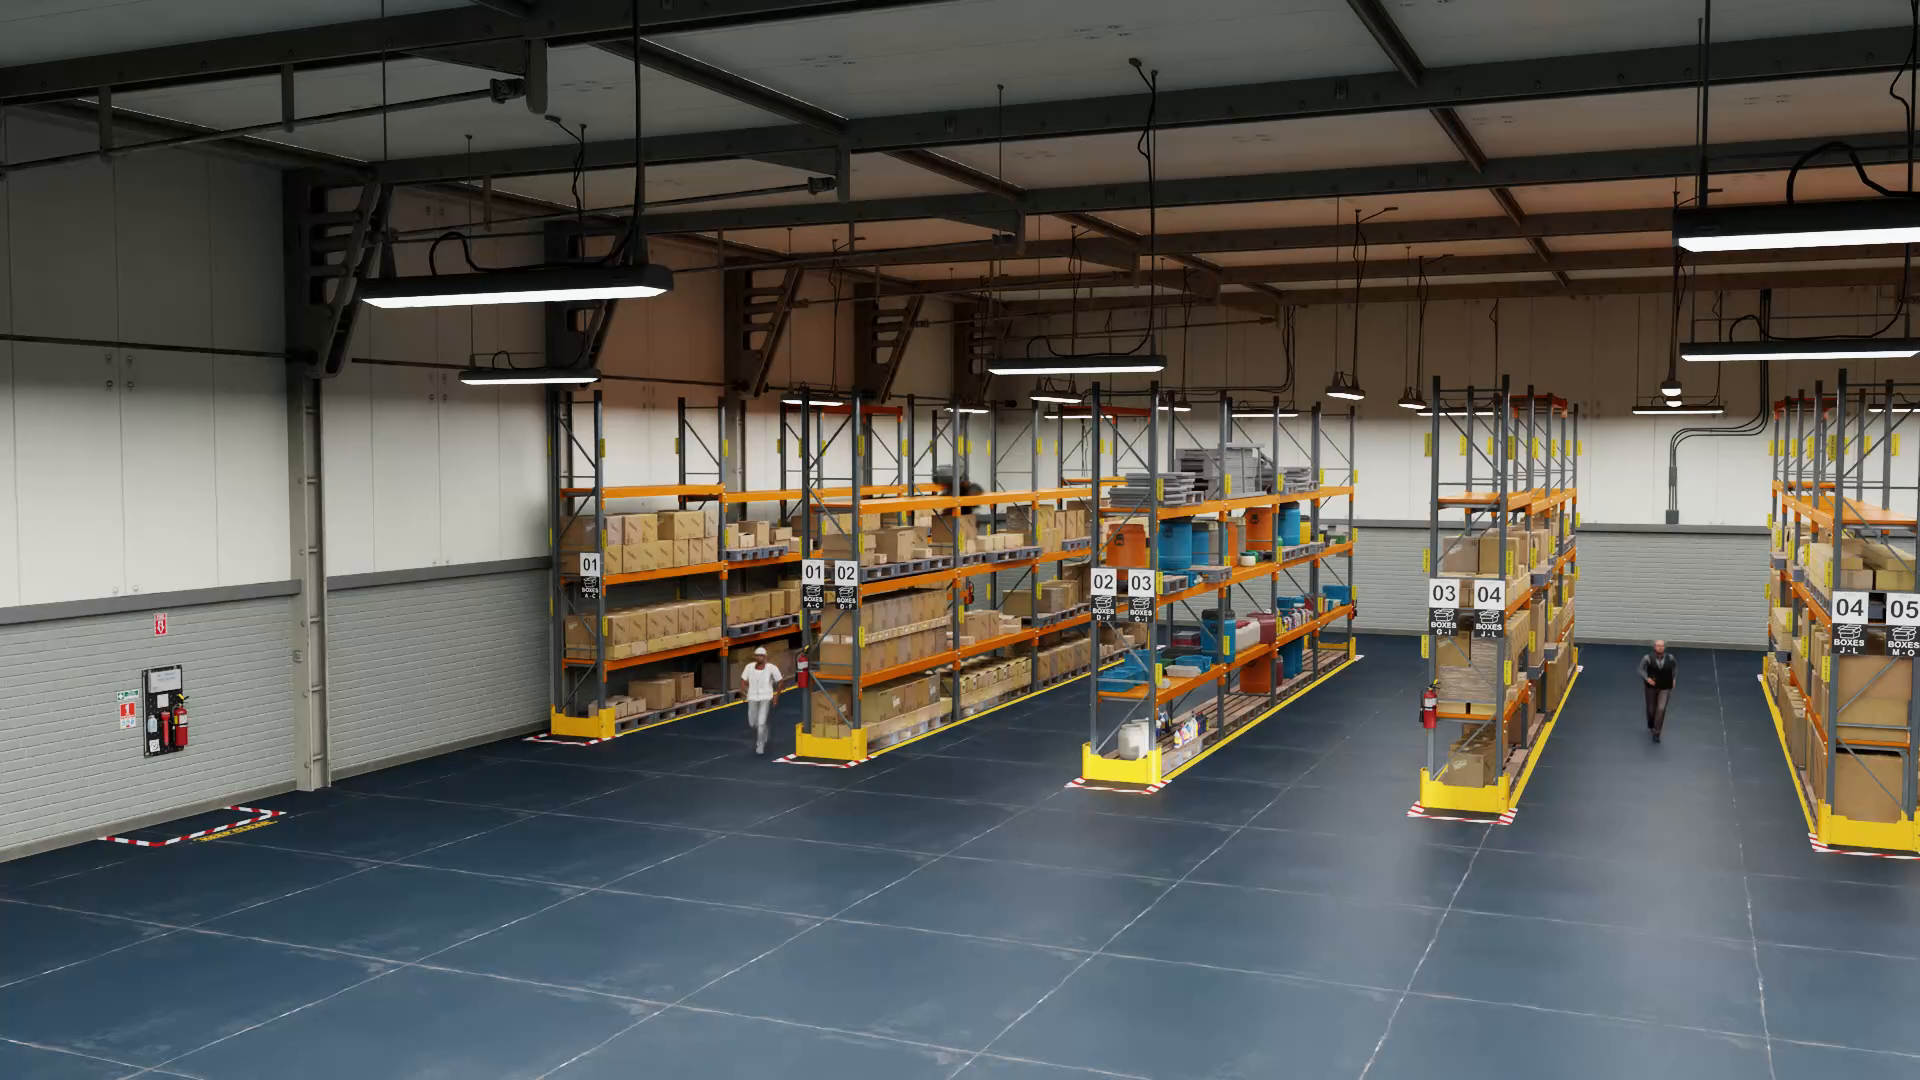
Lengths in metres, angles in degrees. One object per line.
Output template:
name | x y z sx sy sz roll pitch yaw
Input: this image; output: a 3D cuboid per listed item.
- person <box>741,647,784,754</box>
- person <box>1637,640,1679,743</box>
person | -3.287 2.634 27.471 0.736 1.741 0.598 1 3 12
person | 12.018 2.571 28.646 0.682 1.716 0.965 1 3 17
